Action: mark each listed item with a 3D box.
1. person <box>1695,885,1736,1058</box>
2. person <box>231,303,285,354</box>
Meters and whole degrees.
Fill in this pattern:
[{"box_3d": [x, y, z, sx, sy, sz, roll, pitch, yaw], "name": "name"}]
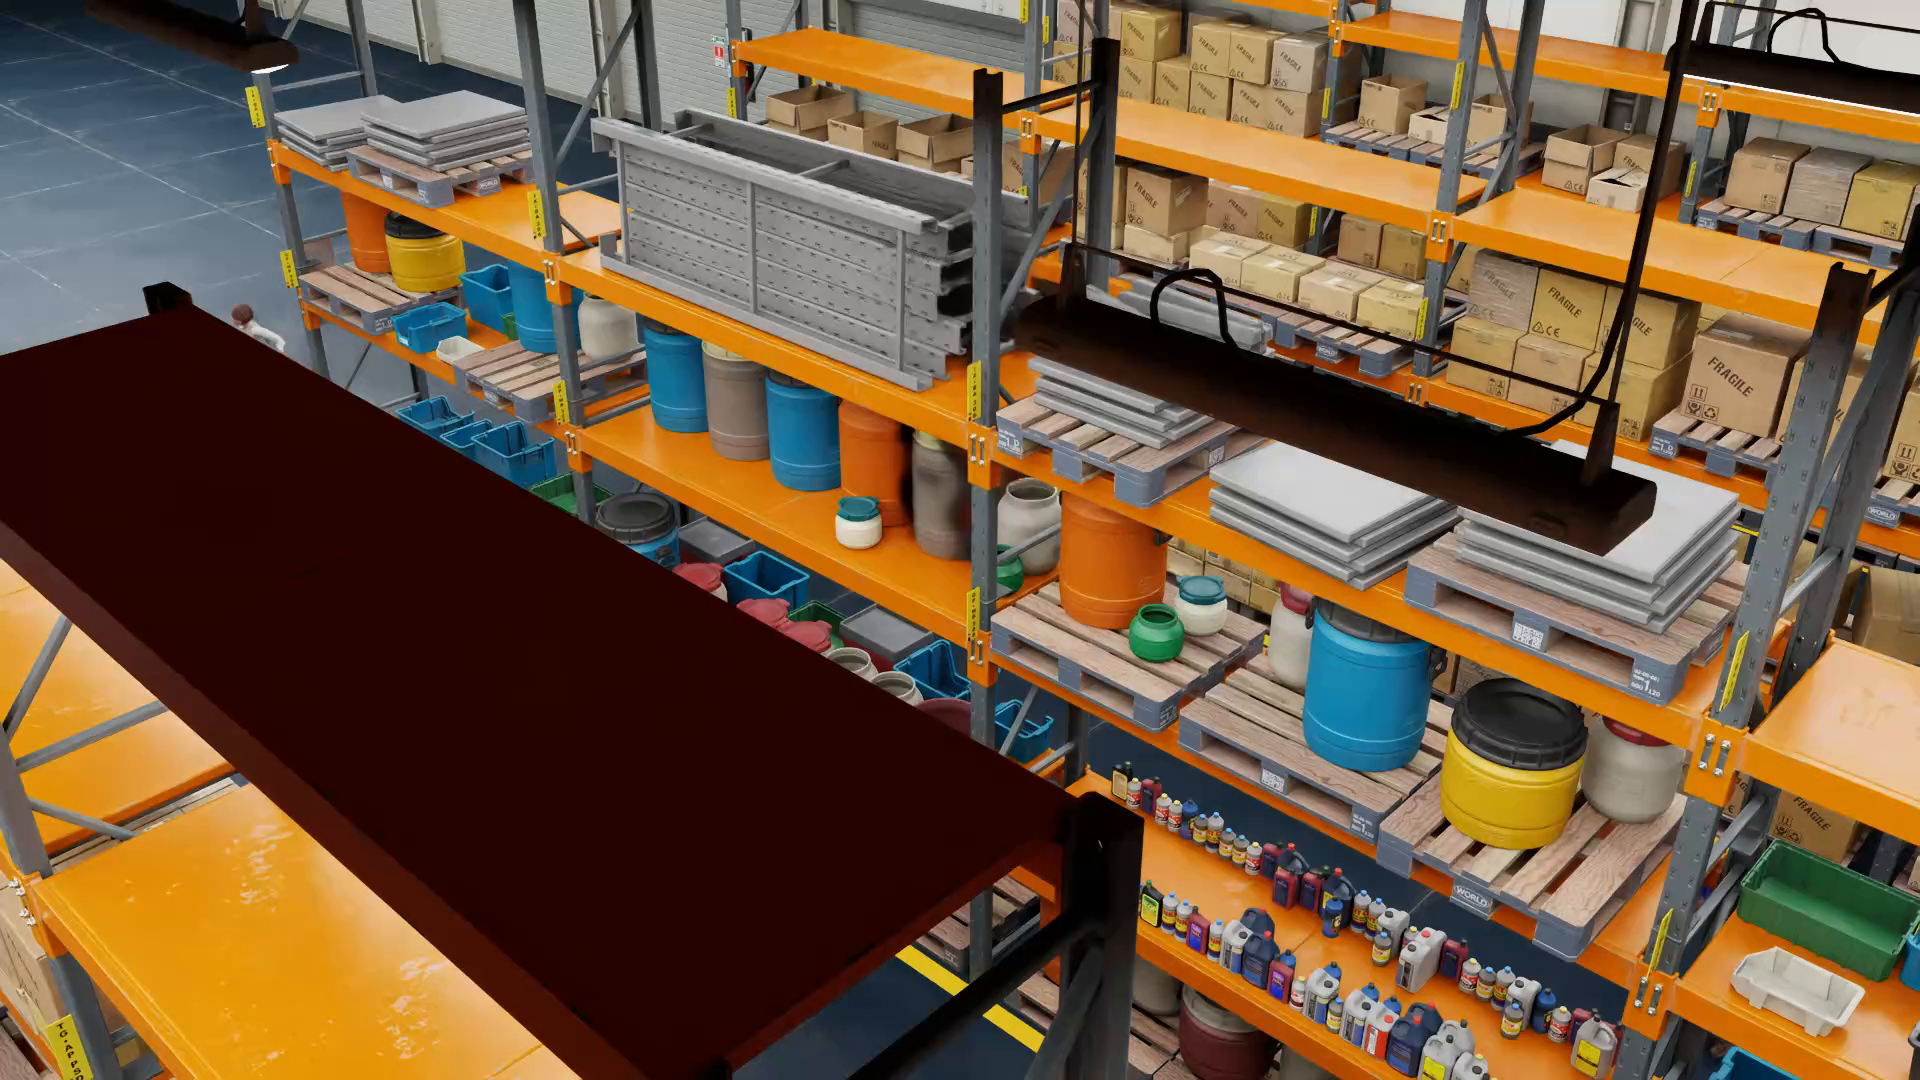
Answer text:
[{"box_3d": [4.746, 2.588, 10.226, 1.004, 1.381, 0.568, 16, 33, 27], "name": "person"}, {"box_3d": [-7.394, -1.835, 17.900, 0.902, 1.567, 0.533, -16, 33, -26], "name": "person"}]
